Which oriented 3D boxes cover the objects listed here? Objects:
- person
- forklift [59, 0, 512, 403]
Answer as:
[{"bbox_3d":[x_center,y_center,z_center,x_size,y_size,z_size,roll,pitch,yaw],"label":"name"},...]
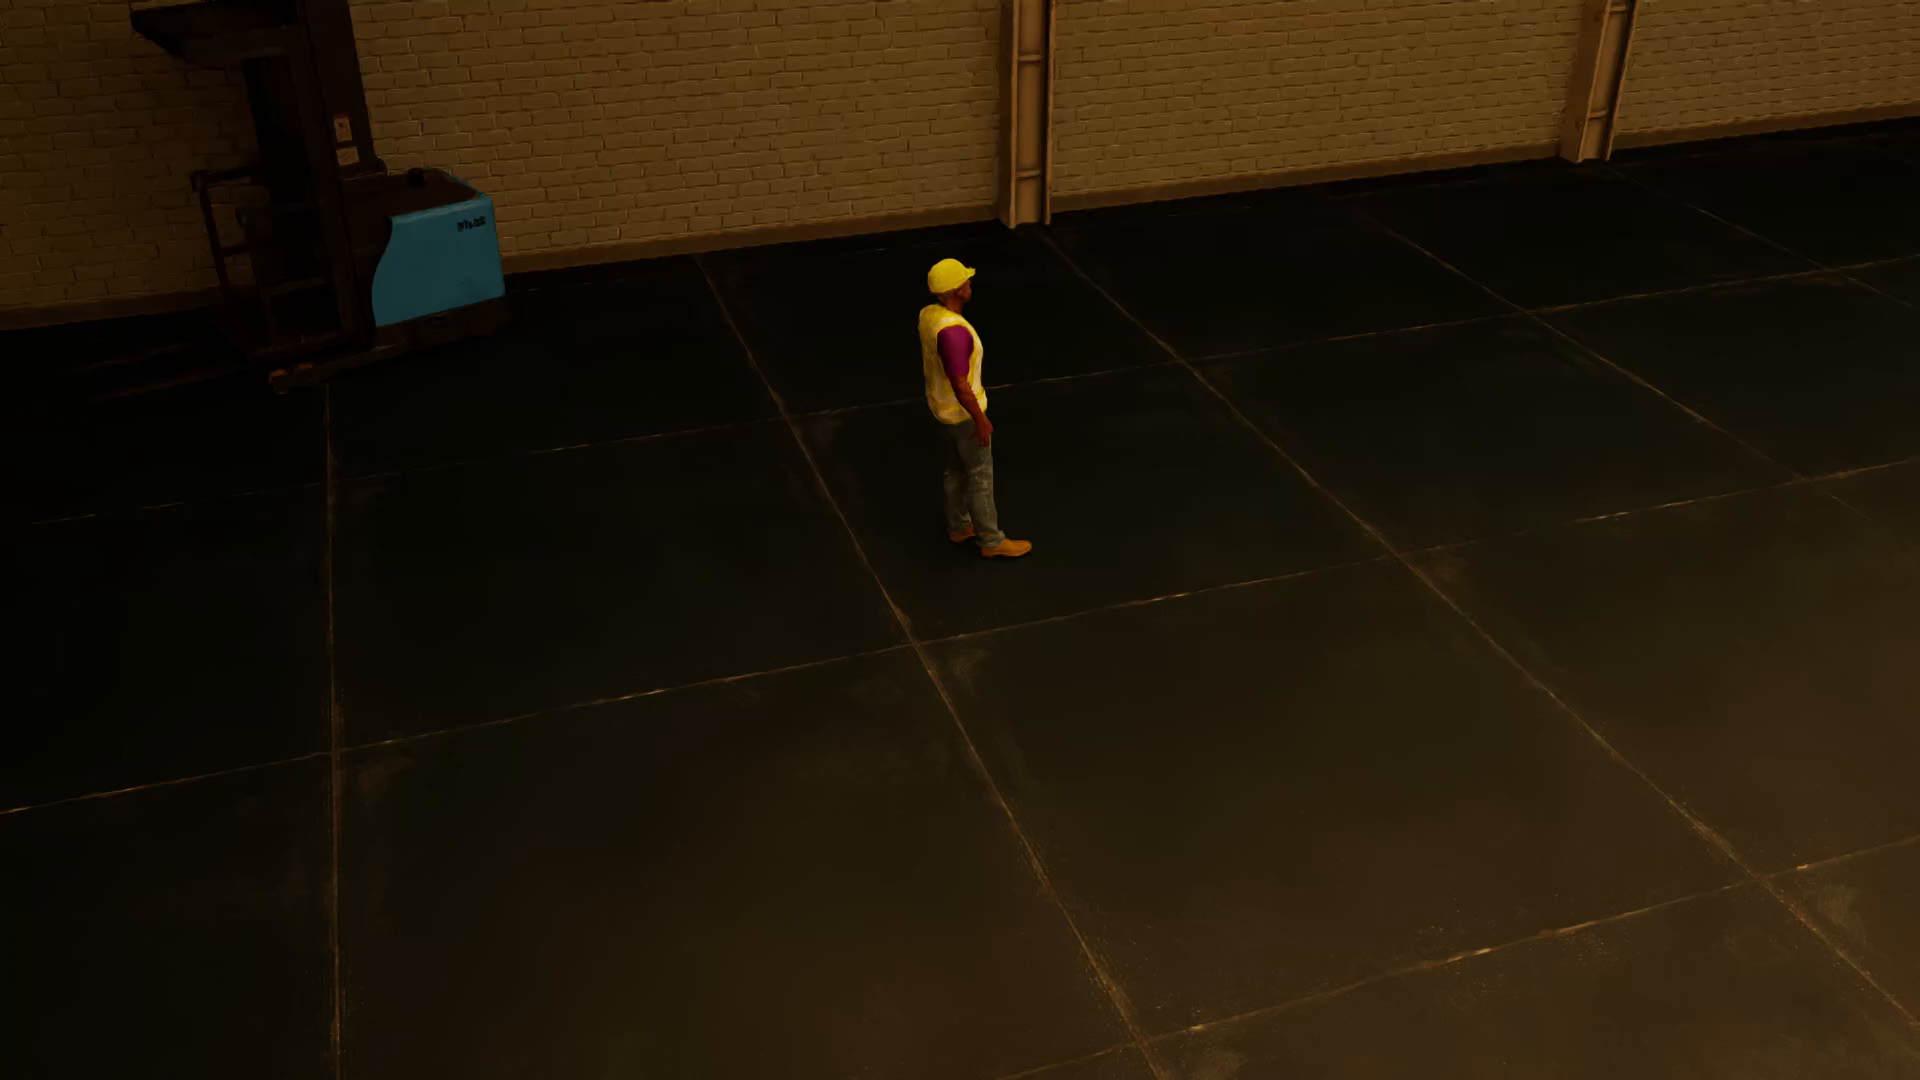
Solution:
[{"bbox_3d":[0.068,-0.780,9.597,0.576,1.766,0.665,-10,31,-16],"label":"person"},{"bbox_3d":[-4.917,-2.606,11.616,3.031,2.935,1.130,-22,36,-33],"label":"forklift"}]
